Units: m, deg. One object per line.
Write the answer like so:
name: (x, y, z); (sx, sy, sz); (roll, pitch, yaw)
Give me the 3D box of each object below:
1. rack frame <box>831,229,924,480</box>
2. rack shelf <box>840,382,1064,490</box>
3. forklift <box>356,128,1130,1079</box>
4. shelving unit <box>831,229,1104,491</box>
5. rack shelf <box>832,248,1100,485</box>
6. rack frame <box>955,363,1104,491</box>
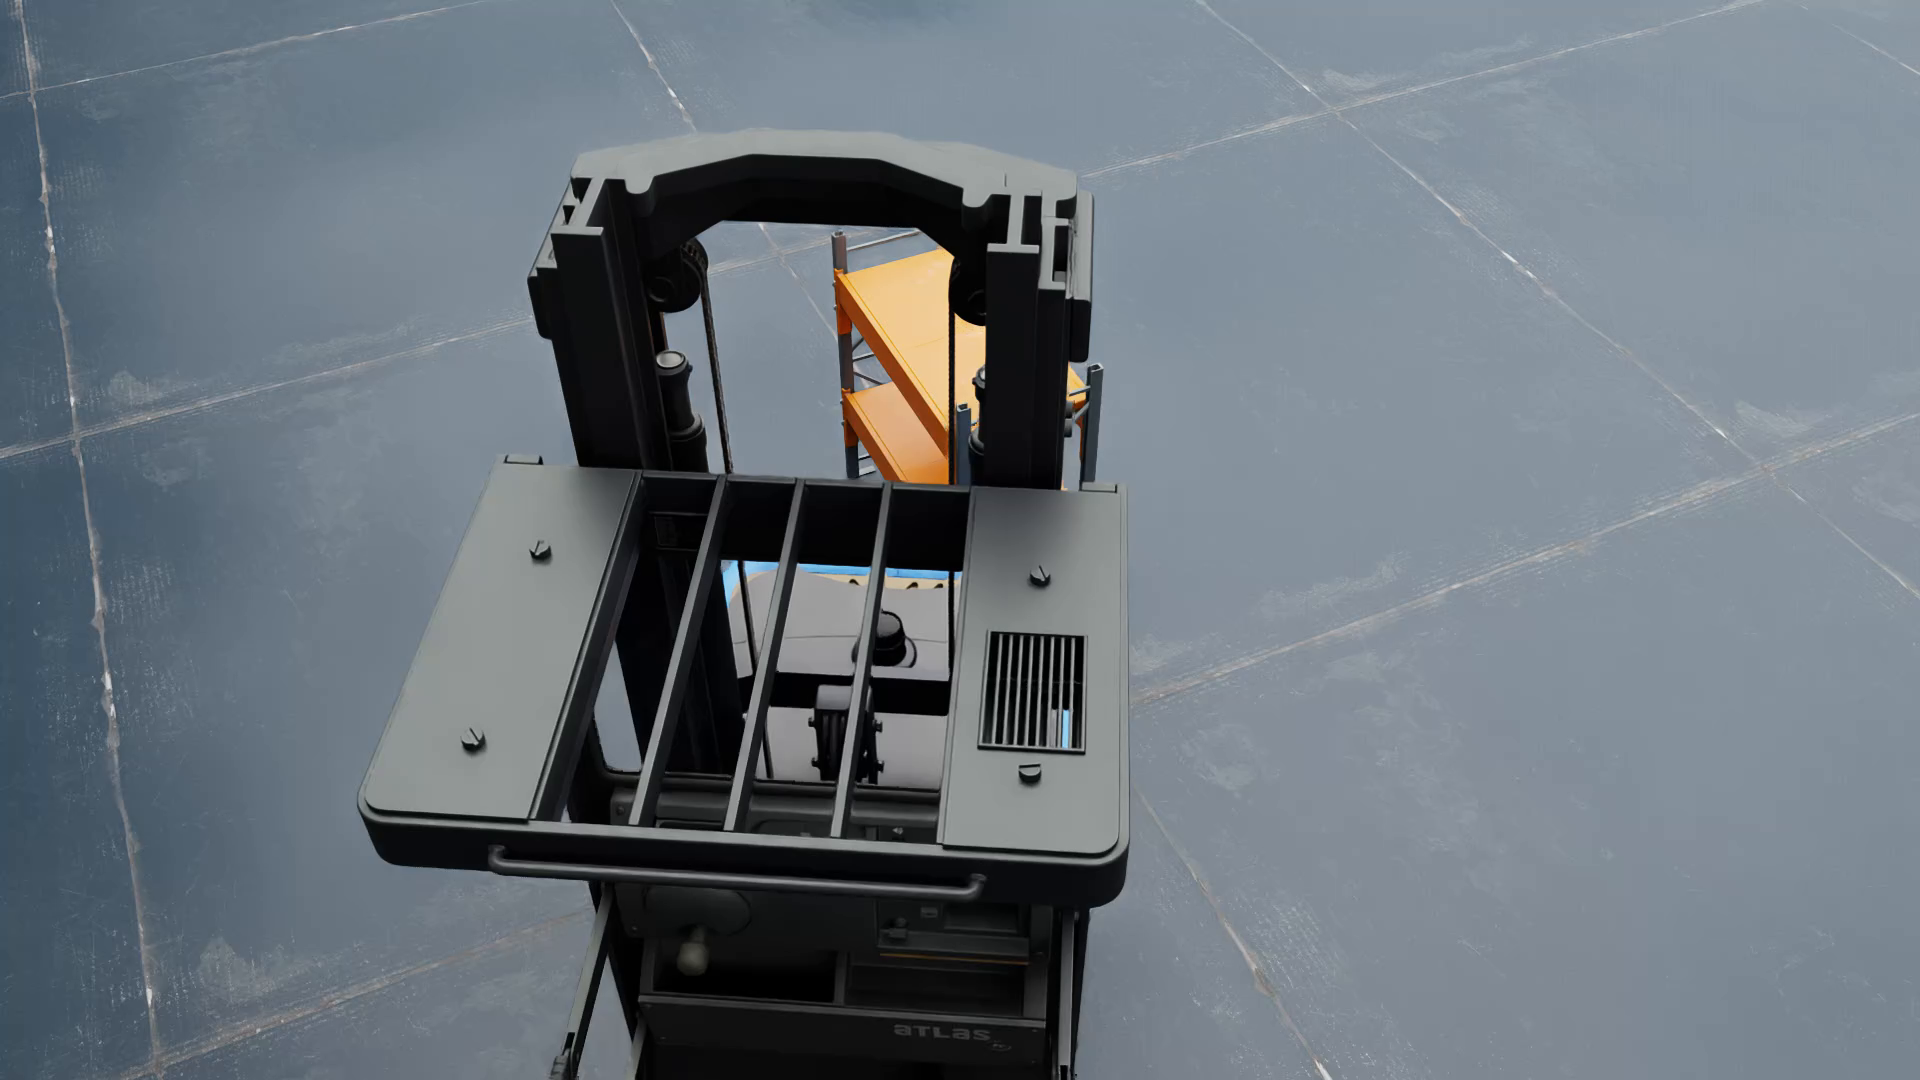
rack frame: (-0.211, -0.720, 6.179); (0.500, 1.125, 0.032); (-18, 47, -17)
rack shelf: (0.003, -0.222, 6.022); (0.538, 0.278, 1.000); (-18, 47, -17)
forklift: (-0.278, 0.823, 3.329); (1.130, 2.935, 3.031); (3, 45, 3)
shelving unit: (0.003, -0.396, 5.851); (0.538, 1.125, 1.048); (-18, 47, -17)
rack shelf: (0.003, -0.604, 5.645); (0.538, 0.278, 1.000); (-18, 47, -17)
rack frame: (0.217, -0.072, 5.522); (0.500, 1.125, 0.032); (-18, 47, -17)
